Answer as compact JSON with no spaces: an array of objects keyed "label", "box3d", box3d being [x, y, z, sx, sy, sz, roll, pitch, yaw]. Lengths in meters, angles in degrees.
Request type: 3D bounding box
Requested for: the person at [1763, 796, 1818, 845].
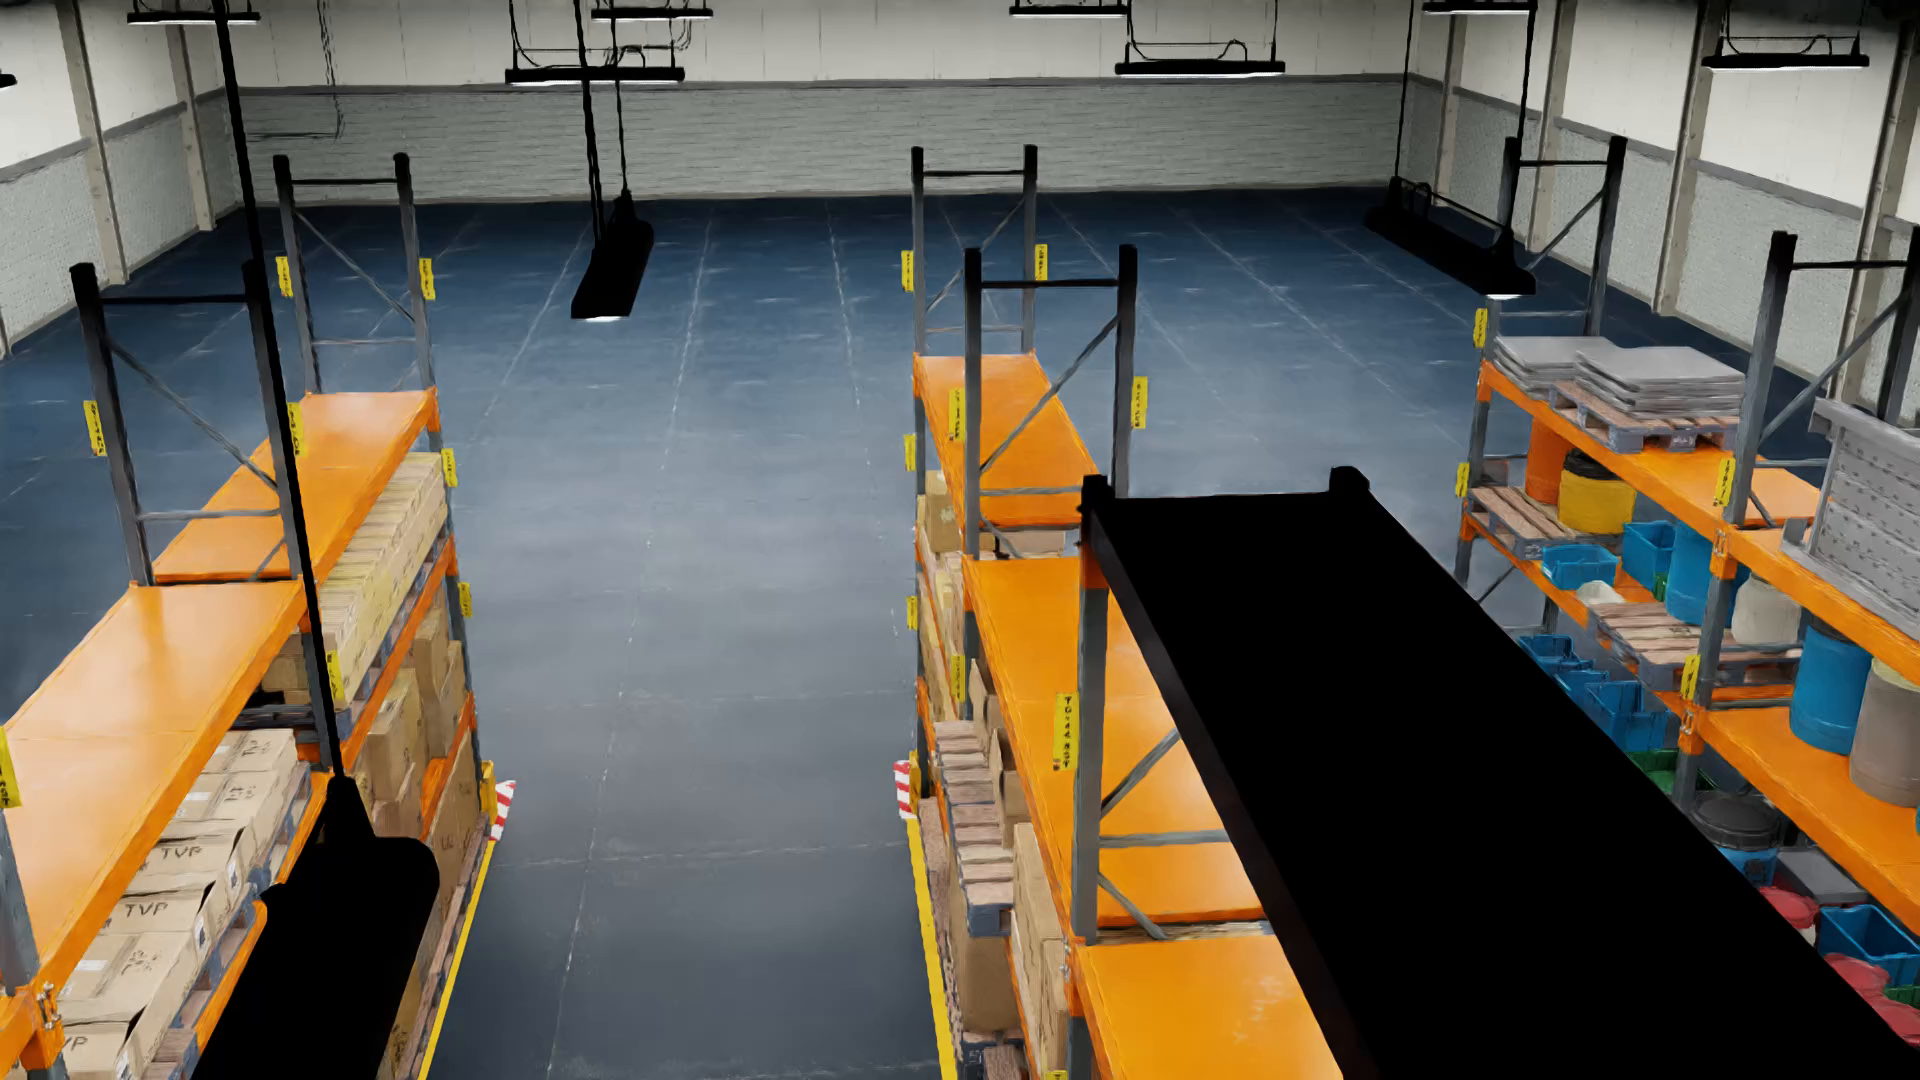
[{"label":"person","box3d":[7.438,1.906,14.579,0.483,1.621,0.993,-5,22,-13]}]
